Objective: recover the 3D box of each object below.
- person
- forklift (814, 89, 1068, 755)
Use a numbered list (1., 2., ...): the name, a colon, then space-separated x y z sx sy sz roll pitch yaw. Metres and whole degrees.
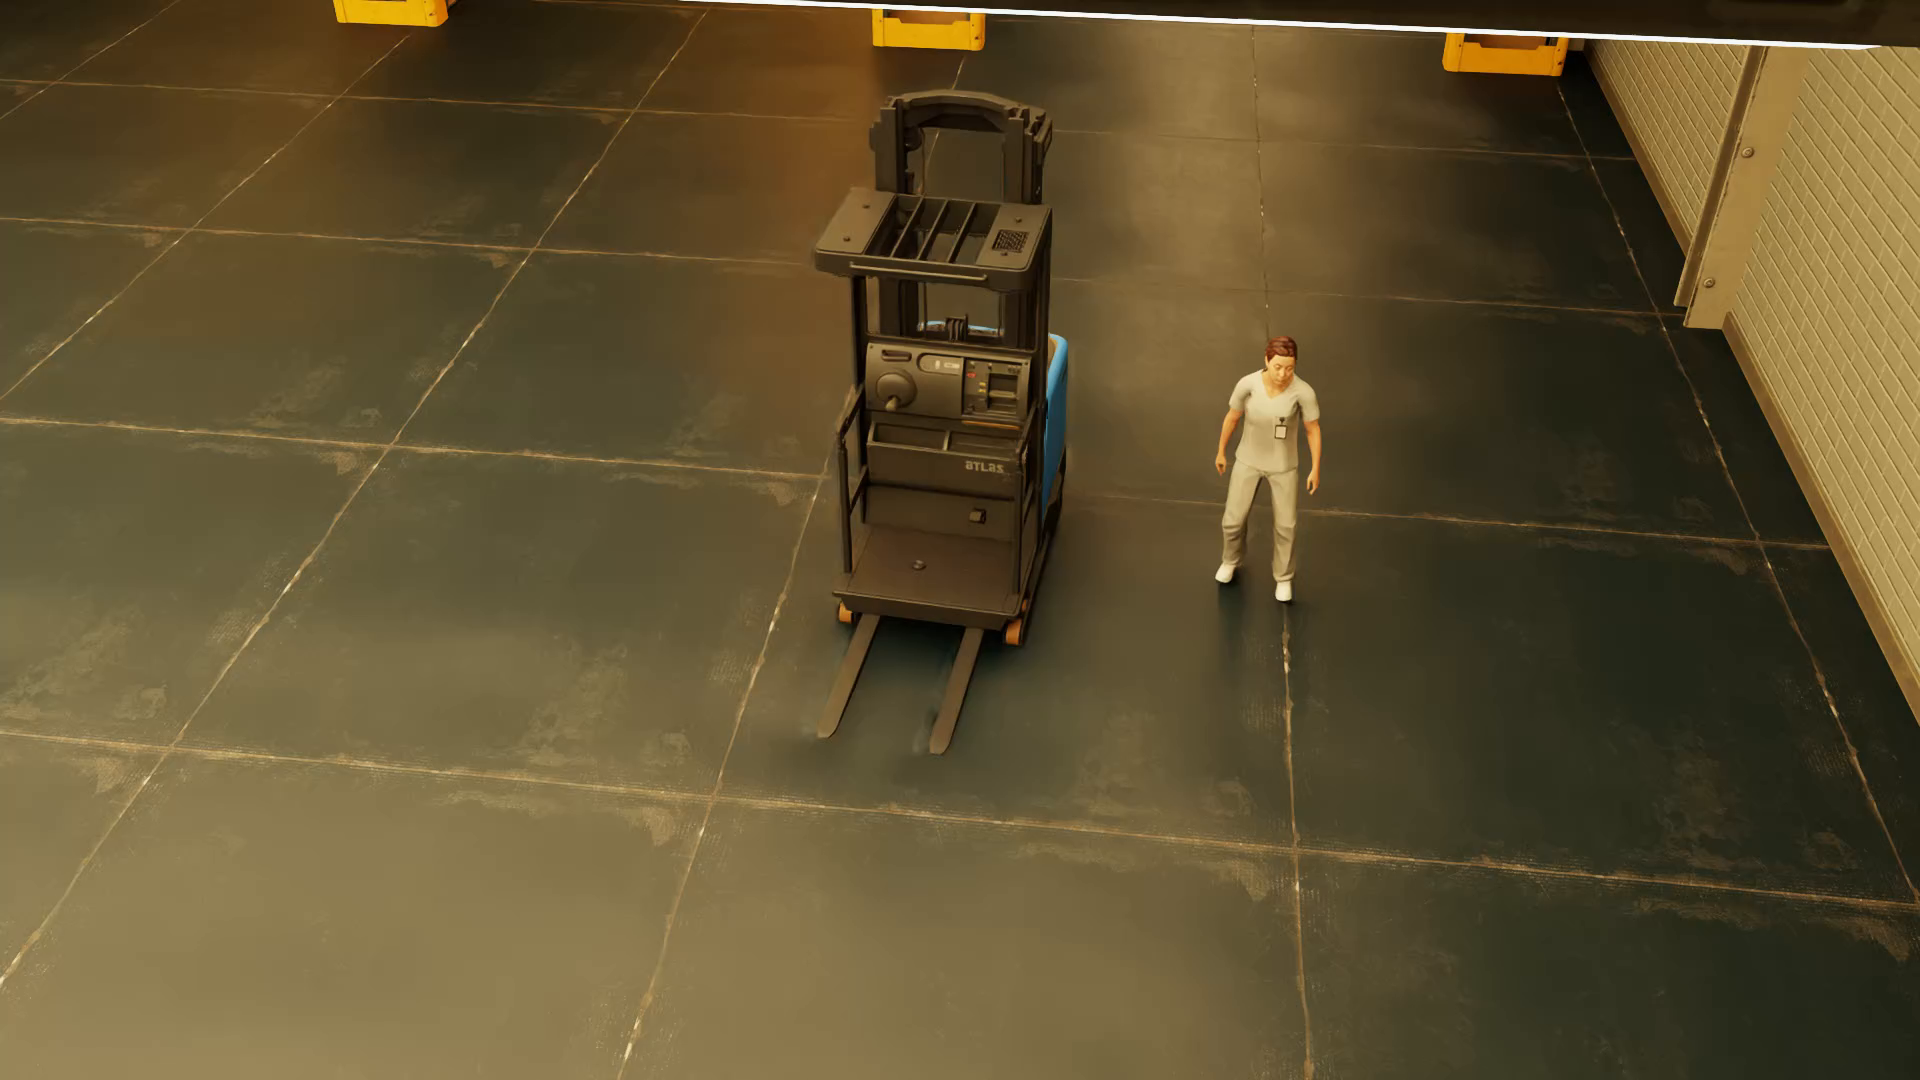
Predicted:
1. person: 1.792 -0.431 9.686 0.613 1.660 0.405 10 38 13
2. forklift: -0.112 -0.808 9.126 1.130 2.935 3.031 7 37 9
